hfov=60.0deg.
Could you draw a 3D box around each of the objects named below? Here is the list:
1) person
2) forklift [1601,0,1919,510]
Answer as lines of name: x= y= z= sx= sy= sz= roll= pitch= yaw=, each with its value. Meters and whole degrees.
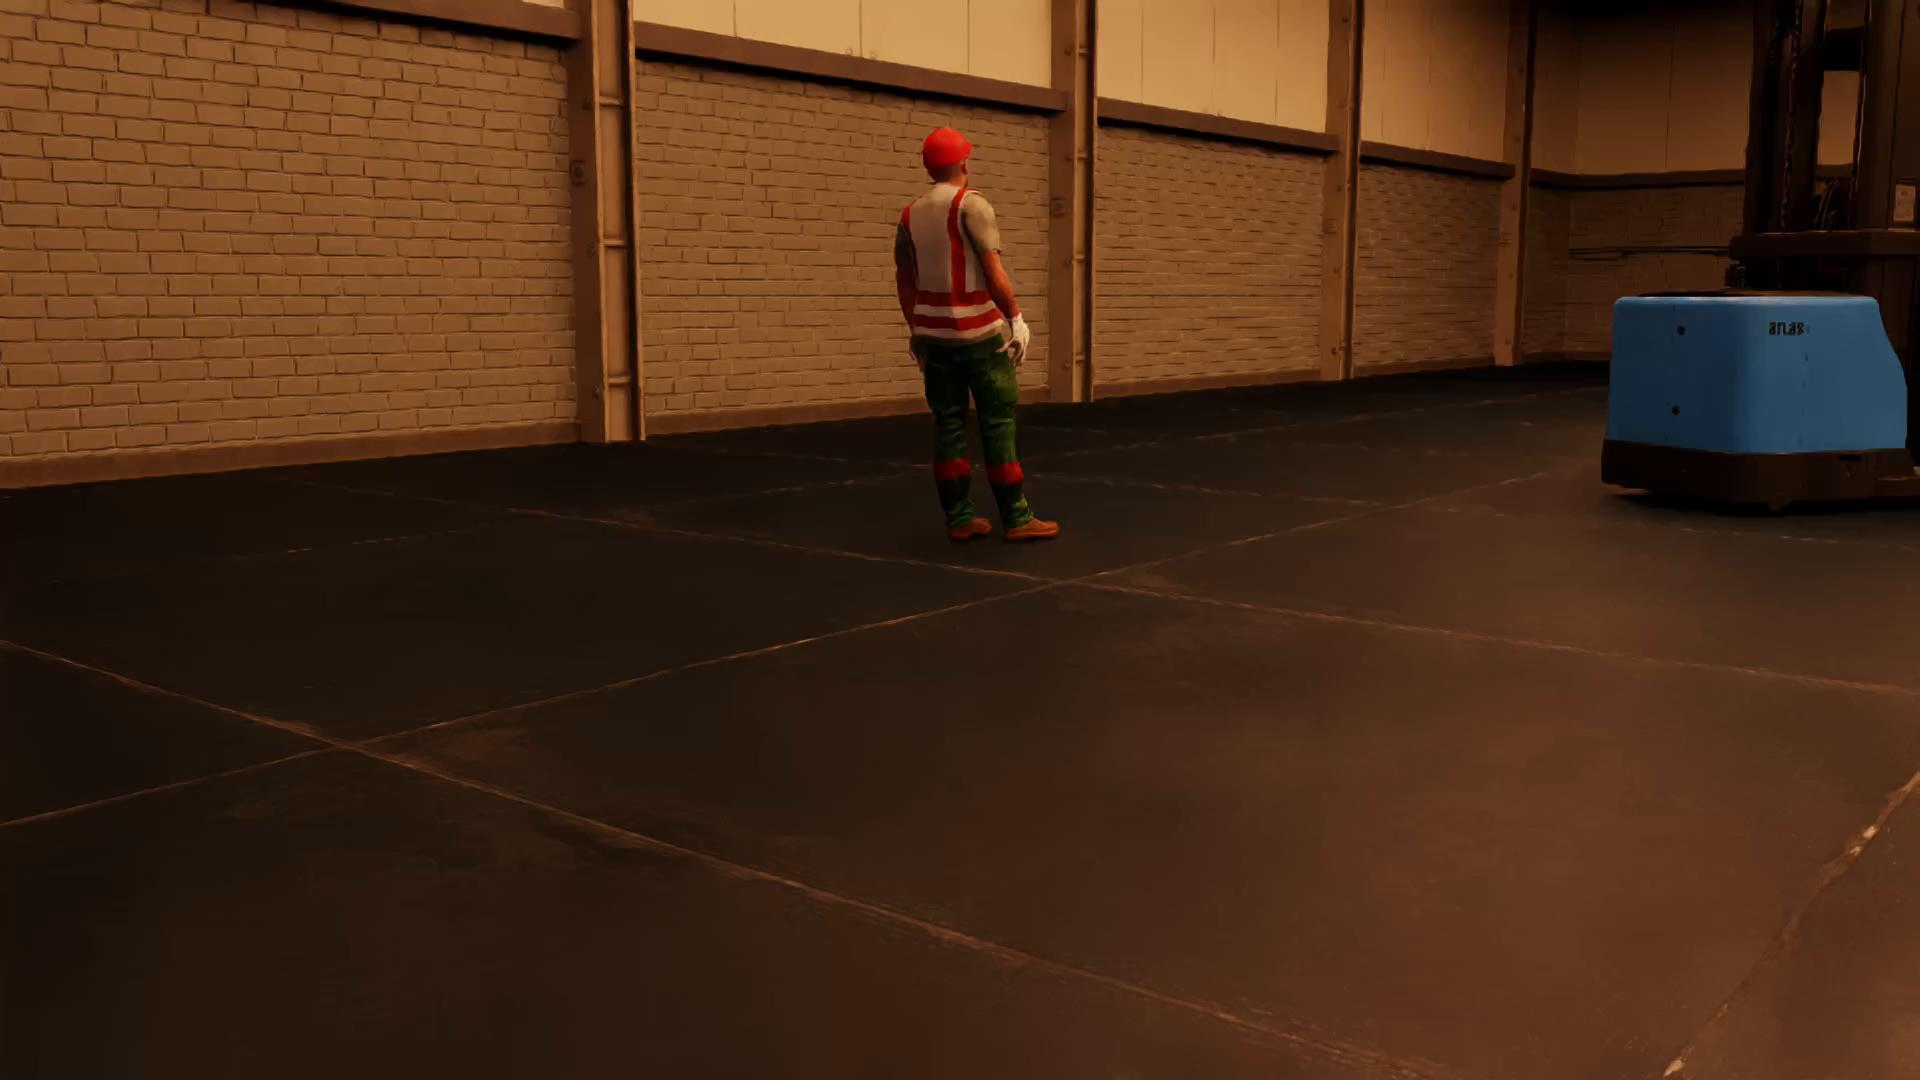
person: x=0.059 y=-0.898 z=7.330 sx=0.637 sy=1.783 sz=0.563 roll=7 pitch=11 yaw=38
forklift: x=5.062 y=-1.701 z=8.903 sx=3.031 sy=2.935 sz=1.130 roll=-3 pitch=9 yaw=-19
